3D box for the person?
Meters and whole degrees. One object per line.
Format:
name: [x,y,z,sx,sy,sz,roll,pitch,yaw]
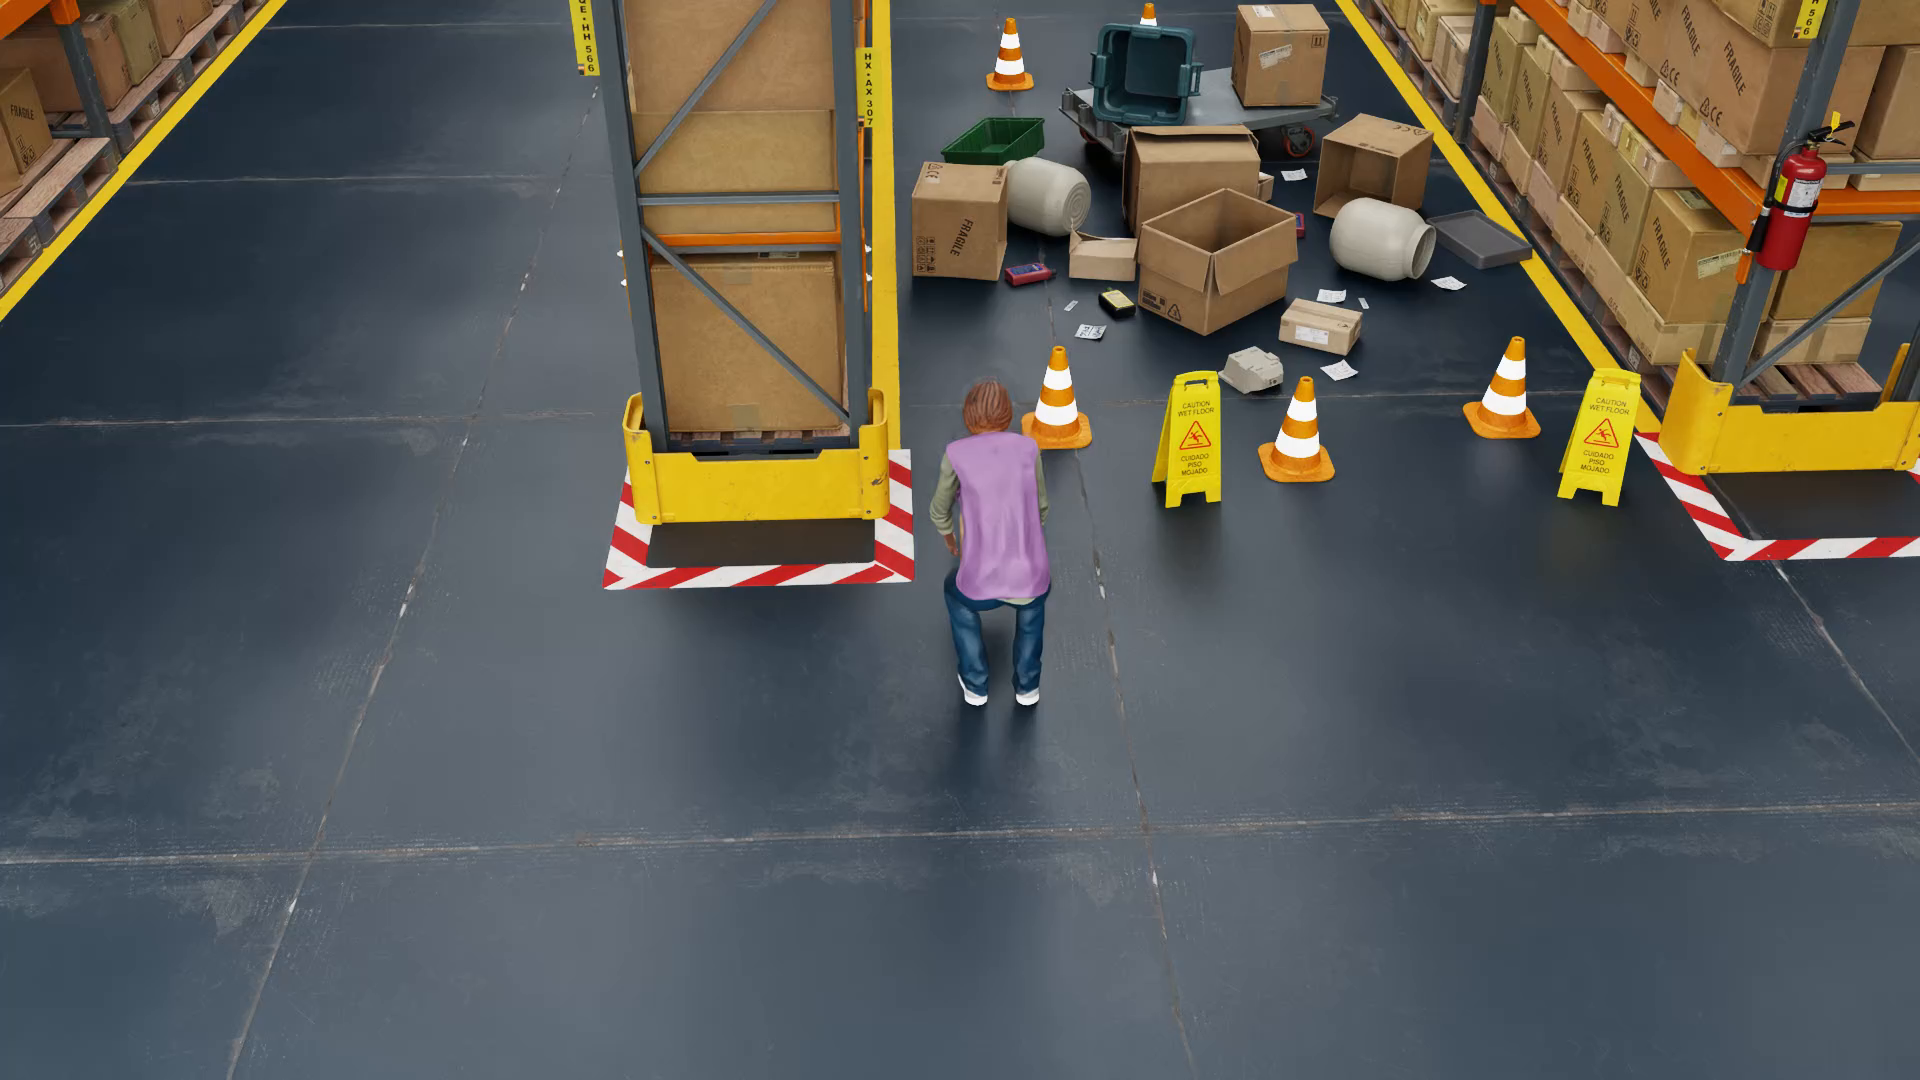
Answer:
person: [0.119,0.062,6.376,0.463,1.244,0.685,-1,36,-2]
